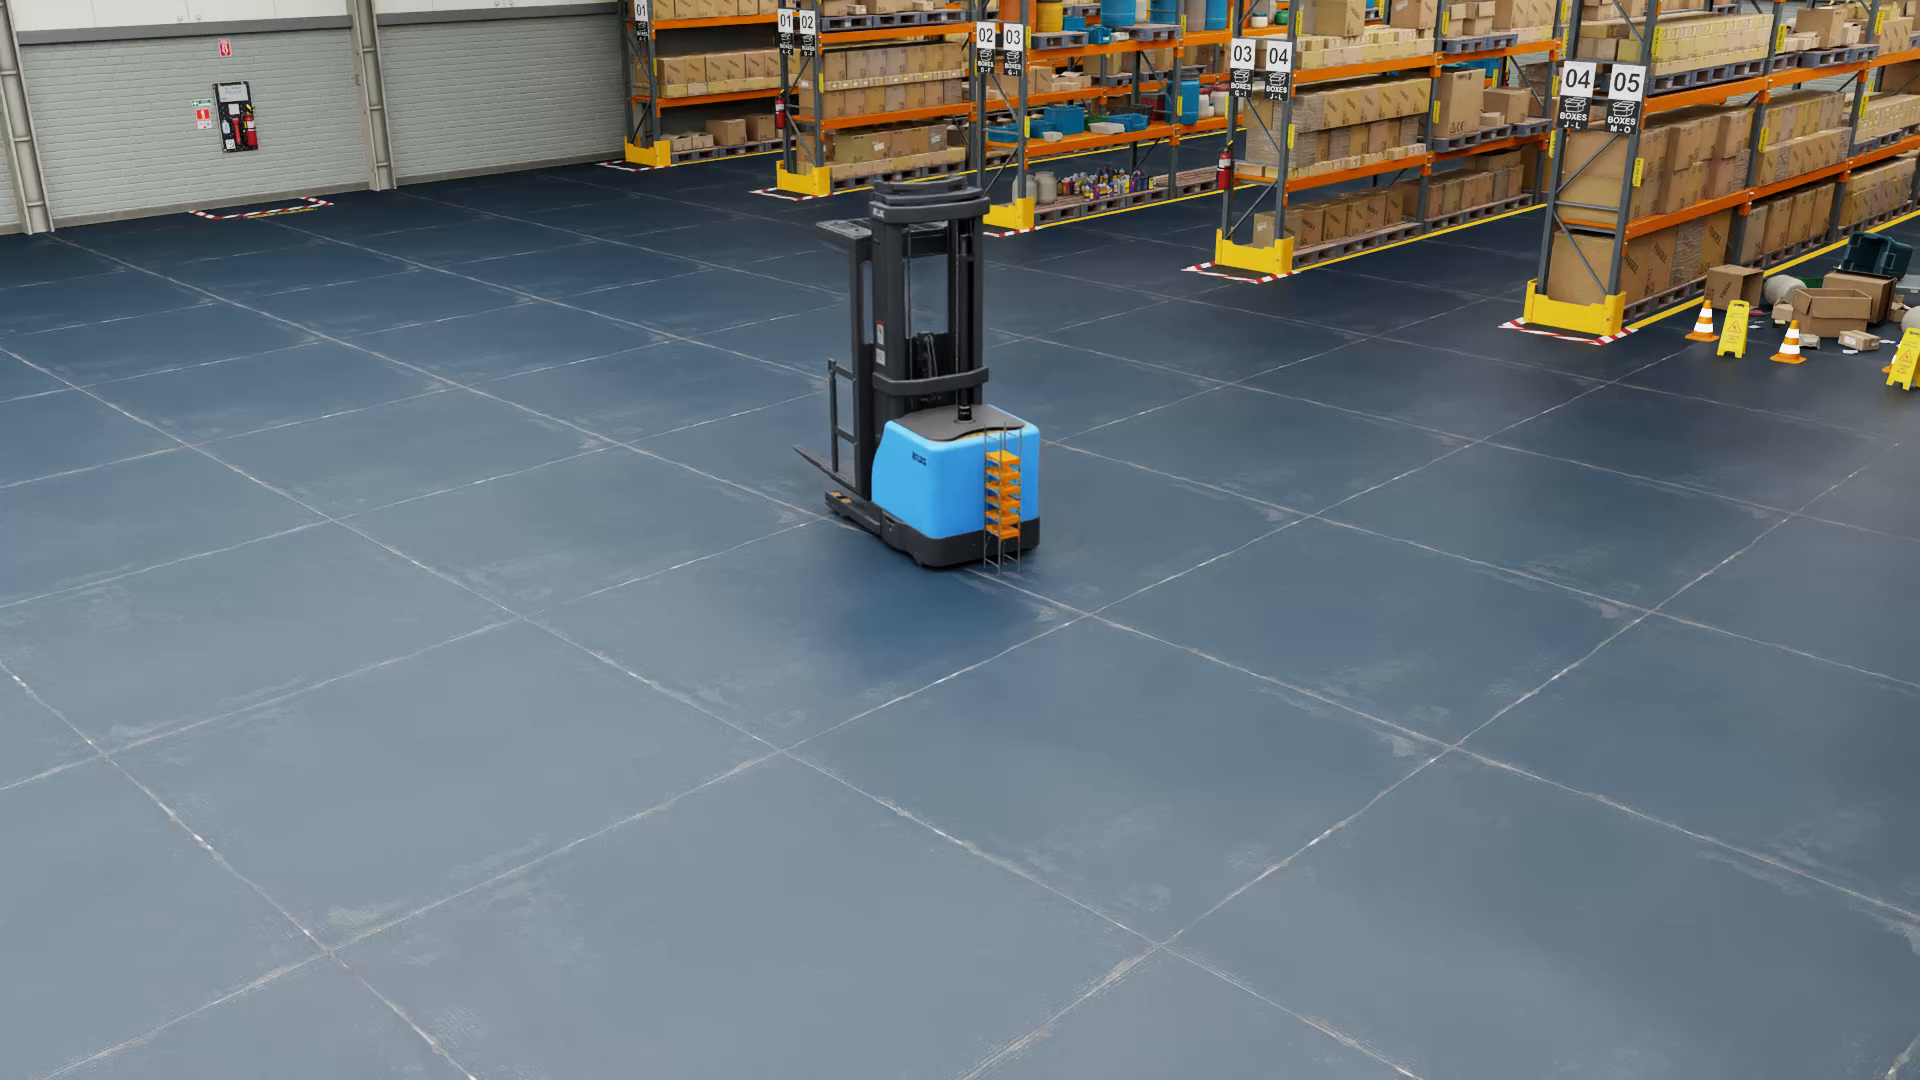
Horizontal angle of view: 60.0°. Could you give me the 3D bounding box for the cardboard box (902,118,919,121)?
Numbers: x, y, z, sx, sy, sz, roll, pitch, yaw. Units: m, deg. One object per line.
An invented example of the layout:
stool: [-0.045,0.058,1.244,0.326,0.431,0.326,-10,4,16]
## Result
cardboard box: [-1.305,-9.980,38.591,0.500,0.500,0.700,-20,29,-41]

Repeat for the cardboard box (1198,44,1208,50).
cardboard box: [5.670,-11.637,38.498,0.500,0.500,0.500,19,28,41]

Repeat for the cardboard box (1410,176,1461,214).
cardboard box: [7.807,-5.701,27.458,0.700,0.500,0.500,19,28,40]

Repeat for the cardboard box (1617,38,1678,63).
cardboard box: [8.230,-5.868,19.911,0.500,0.250,0.500,19,28,41]

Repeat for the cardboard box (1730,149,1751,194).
cardboard box: [10.251,-5.097,22.807,0.875,0.550,0.550,19,28,41]

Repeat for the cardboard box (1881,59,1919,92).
cardboard box: [16.215,-8.022,28.678,0.500,0.500,0.500,18,27,39]

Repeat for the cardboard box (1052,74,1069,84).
cardboard box: [1.950,-9.677,35.058,0.500,0.311,0.500,19,28,40]

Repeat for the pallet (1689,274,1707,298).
pallet: [9.914,-3.647,23.131,1.003,0.211,1.213,19,28,41]

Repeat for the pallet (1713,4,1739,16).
pallet: [14.878,-10.642,33.386,1.003,0.211,1.213,19,28,41]

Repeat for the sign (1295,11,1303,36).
sign: [4.615,-7.036,22.662,0.100,0.325,0.005,19,28,41]

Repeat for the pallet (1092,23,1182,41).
pallet: [3.035,-8.734,28.560,1.213,0.211,1.003,19,28,41]

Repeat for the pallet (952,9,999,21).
pallet: [0.528,-10.413,32.933,0.805,0.209,1.217,18,27,39]

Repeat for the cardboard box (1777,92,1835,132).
cardboard box: [12.618,-6.423,24.933,0.700,0.500,0.500,19,28,40]

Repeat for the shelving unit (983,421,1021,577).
shelving unit: [0.331,-0.320,13.096,0.189,1.200,0.258,-12,24,-29]

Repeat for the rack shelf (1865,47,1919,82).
rack shelf: [14.686,-7.731,26.692,1.077,0.370,4.000,19,28,41]

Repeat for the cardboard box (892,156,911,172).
cardboard box: [-1.288,-7.224,31.797,0.500,0.250,0.500,19,28,41]

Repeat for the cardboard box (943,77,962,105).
cardboard box: [-0.383,-8.803,32.520,0.700,0.500,0.500,18,28,39]

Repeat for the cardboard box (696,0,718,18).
cardboard box: [-5.248,-10.826,33.574,0.500,0.500,0.500,-19,28,-40]

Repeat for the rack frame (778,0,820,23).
rack frame: [-2.869,-10.644,29.087,1.000,3.000,0.127,19,28,41]

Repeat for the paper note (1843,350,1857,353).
paper note: [10.560,-2.239,19.718,0.148,0.019,0.142,9,23,23]

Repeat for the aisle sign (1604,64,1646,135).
aisle sign: [7.875,-5.216,19.704,0.394,0.787,0.004,19,28,41]

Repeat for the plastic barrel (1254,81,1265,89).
plastic barrel: [5.694,-8.394,31.439,0.421,0.512,0.421,0,21,0]

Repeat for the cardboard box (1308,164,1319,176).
cardboard box: [4.969,-5.380,24.103,0.380,0.149,0.250,19,28,41]

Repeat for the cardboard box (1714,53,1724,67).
cardboard box: [9.411,-6.084,21.029,0.380,0.149,0.250,19,28,40]

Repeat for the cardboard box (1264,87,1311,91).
cardboard box: [4.778,-6.349,24.327,0.500,0.500,0.500,19,28,41]

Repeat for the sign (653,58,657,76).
sign: [-6.032,-9.351,32.878,0.100,0.325,0.005,19,28,41]

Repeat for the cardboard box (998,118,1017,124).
cardboard box: [1.060,-8.614,34.631,0.500,0.311,0.500,19,28,40]

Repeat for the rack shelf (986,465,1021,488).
rack shelf: [0.331,-0.502,13.025,0.180,0.103,0.258,-12,24,-29]

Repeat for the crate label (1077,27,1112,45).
crate label: [2.220,-8.333,27.461,0.502,0.251,0.408,19,28,41]

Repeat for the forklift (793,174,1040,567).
forklift: [-0.524,-1.638,14.112,1.130,2.935,3.031,-12,24,-28]

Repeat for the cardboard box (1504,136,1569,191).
cardboard box: [10.304,-6.797,29.814,1.225,0.875,0.875,18,27,38]

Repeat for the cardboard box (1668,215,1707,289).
cardboard box: [9.385,-3.952,22.414,0.875,0.875,0.875,20,28,41]

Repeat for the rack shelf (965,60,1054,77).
rack shelf: [0.556,-11.318,40.204,1.077,0.370,4.000,19,28,41]

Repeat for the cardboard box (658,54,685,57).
cardboard box: [-5.886,-9.674,34.059,0.500,0.500,0.500,-20,29,-41]

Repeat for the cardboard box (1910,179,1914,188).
cardboard box: [16.563,-6.198,28.855,0.250,0.149,0.380,-19,28,-40]

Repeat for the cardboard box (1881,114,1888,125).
cardboard box: [14.669,-6.776,26.734,0.380,0.149,0.250,19,28,40]

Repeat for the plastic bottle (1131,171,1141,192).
plastic bottle: [3.092,-6.313,29.260,0.144,0.351,0.185,18,27,38]

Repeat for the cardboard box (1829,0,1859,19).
cardboard box: [13.734,-8.261,25.862,0.396,0.266,0.258,19,28,41]

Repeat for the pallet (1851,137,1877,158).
pallet: [13.711,-6.273,26.344,1.213,0.211,1.003,19,28,41]

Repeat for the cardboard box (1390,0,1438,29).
cardboard box: [6.886,-8.031,25.219,0.500,0.500,0.500,18,28,39]

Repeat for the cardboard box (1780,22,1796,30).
cardboard box: [11.920,-7.362,24.129,0.500,0.311,0.500,19,28,40]

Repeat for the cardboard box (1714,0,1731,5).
cardboard box: [15.064,-11.019,33.379,0.700,0.500,0.500,17,27,38]

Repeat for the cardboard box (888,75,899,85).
cardboard box: [-1.368,-8.635,31.179,0.380,0.149,0.250,20,28,41]

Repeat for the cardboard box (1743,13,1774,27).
cardboard box: [10.473,-6.849,21.907,0.380,0.149,0.250,19,28,40]

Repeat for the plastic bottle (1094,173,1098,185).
plastic bottle: [2.400,-6.364,29.503,0.097,0.271,0.097,0,21,0]

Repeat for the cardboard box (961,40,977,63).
cardboard box: [0.055,-11.527,39.164,0.500,0.500,0.500,-19,28,-40]

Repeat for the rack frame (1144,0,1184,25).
rack frame: [3.468,-10.432,28.534,1.000,3.000,0.127,19,28,41]

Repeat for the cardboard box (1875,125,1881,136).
cardboard box: [14.494,-6.573,26.622,0.250,0.149,0.380,-19,28,-40]

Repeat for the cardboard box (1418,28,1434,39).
cardboard box: [6.997,-7.752,25.397,0.250,0.149,0.380,-19,28,-40]

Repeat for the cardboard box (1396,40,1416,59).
cardboard box: [6.514,-7.408,25.057,0.500,0.250,0.500,-19,28,-41]

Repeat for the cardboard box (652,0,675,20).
cardboard box: [-6.008,-10.562,32.888,0.500,0.500,0.500,-19,28,-41]

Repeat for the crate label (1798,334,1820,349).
crate label: [10.174,-2.389,19.960,0.250,0.136,0.298,5,22,13]

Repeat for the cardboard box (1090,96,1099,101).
cardboard box: [3.258,-11.623,42.894,0.500,0.500,0.700,-19,28,-41]

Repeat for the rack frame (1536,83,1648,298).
rack frame: [7.710,-4.096,20.413,1.000,3.000,0.127,19,28,41]

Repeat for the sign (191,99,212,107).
sign: [-12.939,-7.458,28.371,0.001,0.109,0.331,19,28,41]

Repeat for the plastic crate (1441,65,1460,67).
plastic crate: [10.972,-10.516,37.264,0.416,0.233,0.300,19,28,41]

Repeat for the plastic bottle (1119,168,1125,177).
plastic bottle: [2.932,-6.591,30.094,0.097,0.271,0.097,0,21,0]
